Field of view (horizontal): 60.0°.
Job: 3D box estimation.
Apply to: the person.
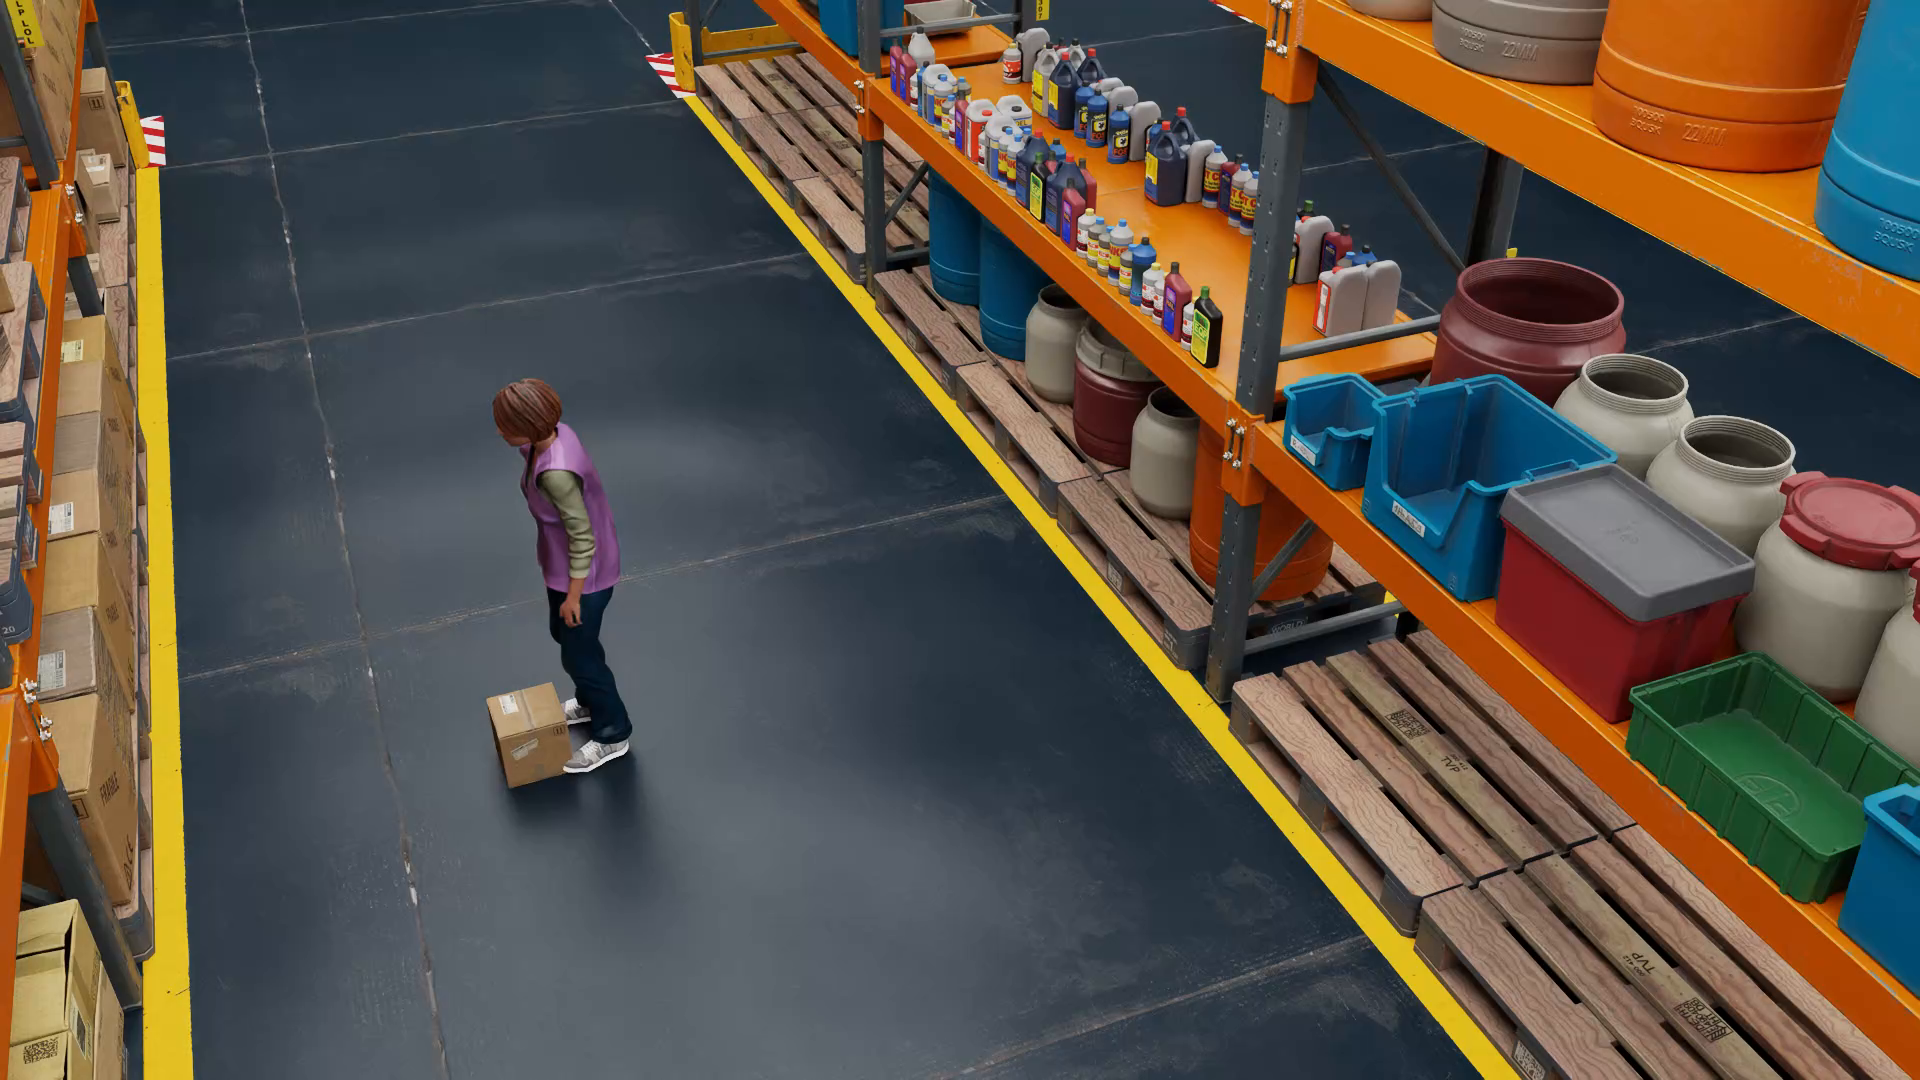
[{"bbox_3d":[-1.397,0.118,5.975,0.344,1.593,0.460,-13,36,-18],"label":"person"}]
